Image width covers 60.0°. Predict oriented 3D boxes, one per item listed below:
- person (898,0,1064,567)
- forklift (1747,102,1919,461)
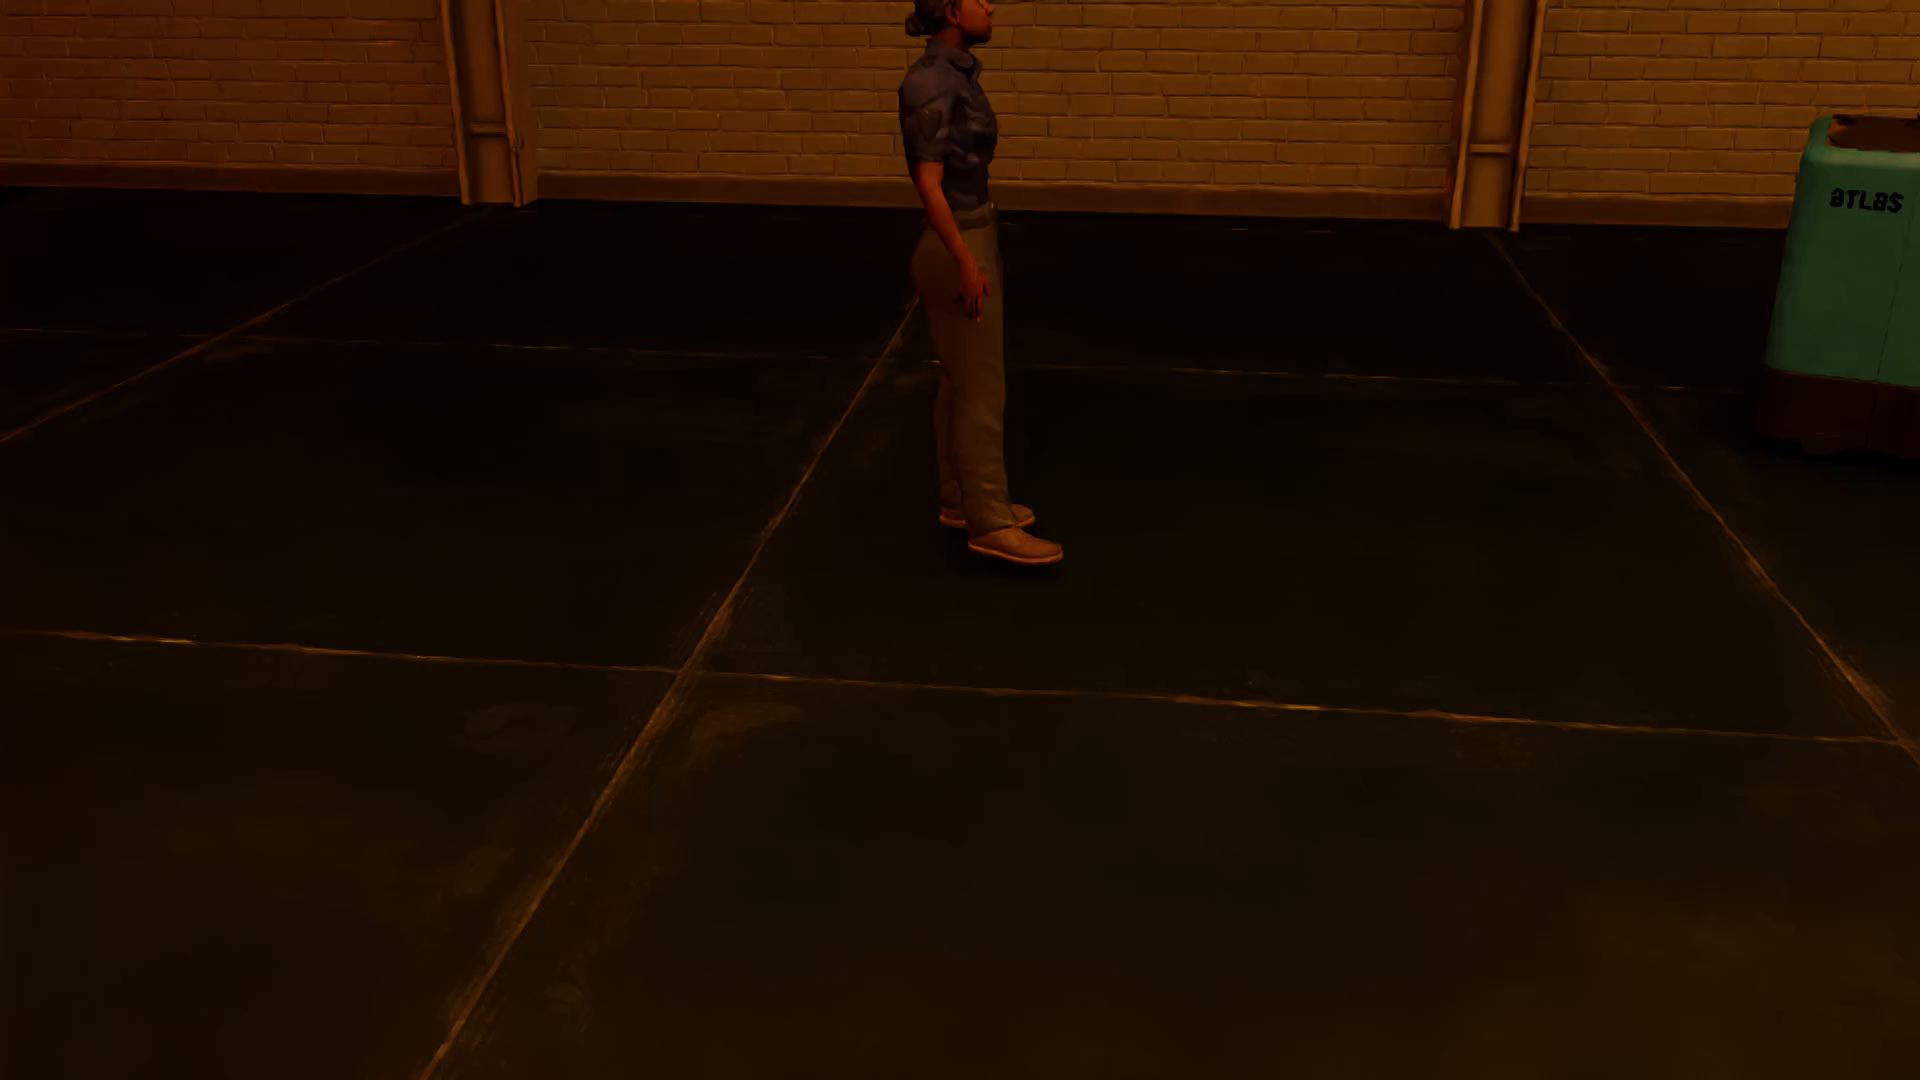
[{"bbox_3d":[0.084,-0.799,4.822,0.504,1.654,0.570,3,22,7],"label":"person"},{"bbox_3d":[4.382,-1.583,5.185,3.031,2.935,1.130,11,24,25],"label":"forklift"}]
